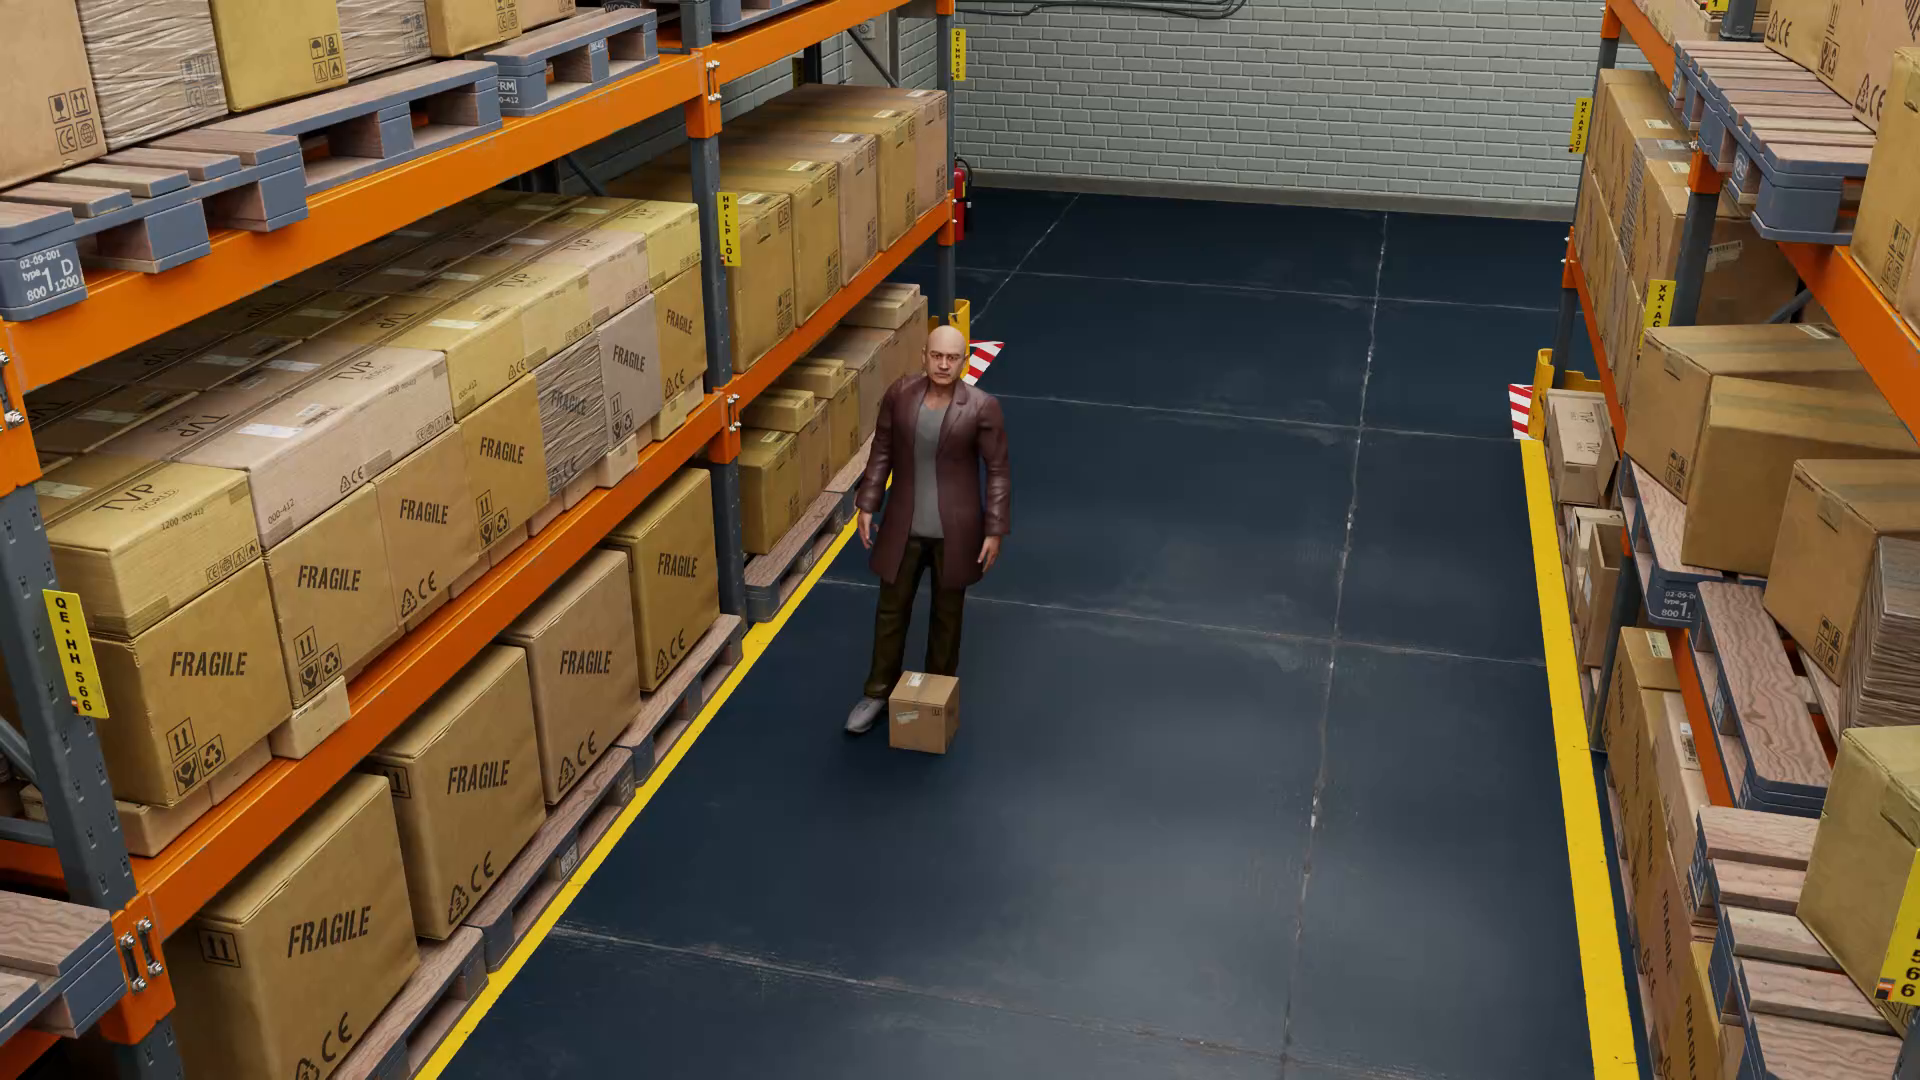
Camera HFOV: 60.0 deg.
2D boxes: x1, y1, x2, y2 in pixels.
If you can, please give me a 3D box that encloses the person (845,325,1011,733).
[{"bbox_3d":[-0.140,-0.022,7.150,0.697,1.776,0.582,6,26,14],"label":"person"}]
